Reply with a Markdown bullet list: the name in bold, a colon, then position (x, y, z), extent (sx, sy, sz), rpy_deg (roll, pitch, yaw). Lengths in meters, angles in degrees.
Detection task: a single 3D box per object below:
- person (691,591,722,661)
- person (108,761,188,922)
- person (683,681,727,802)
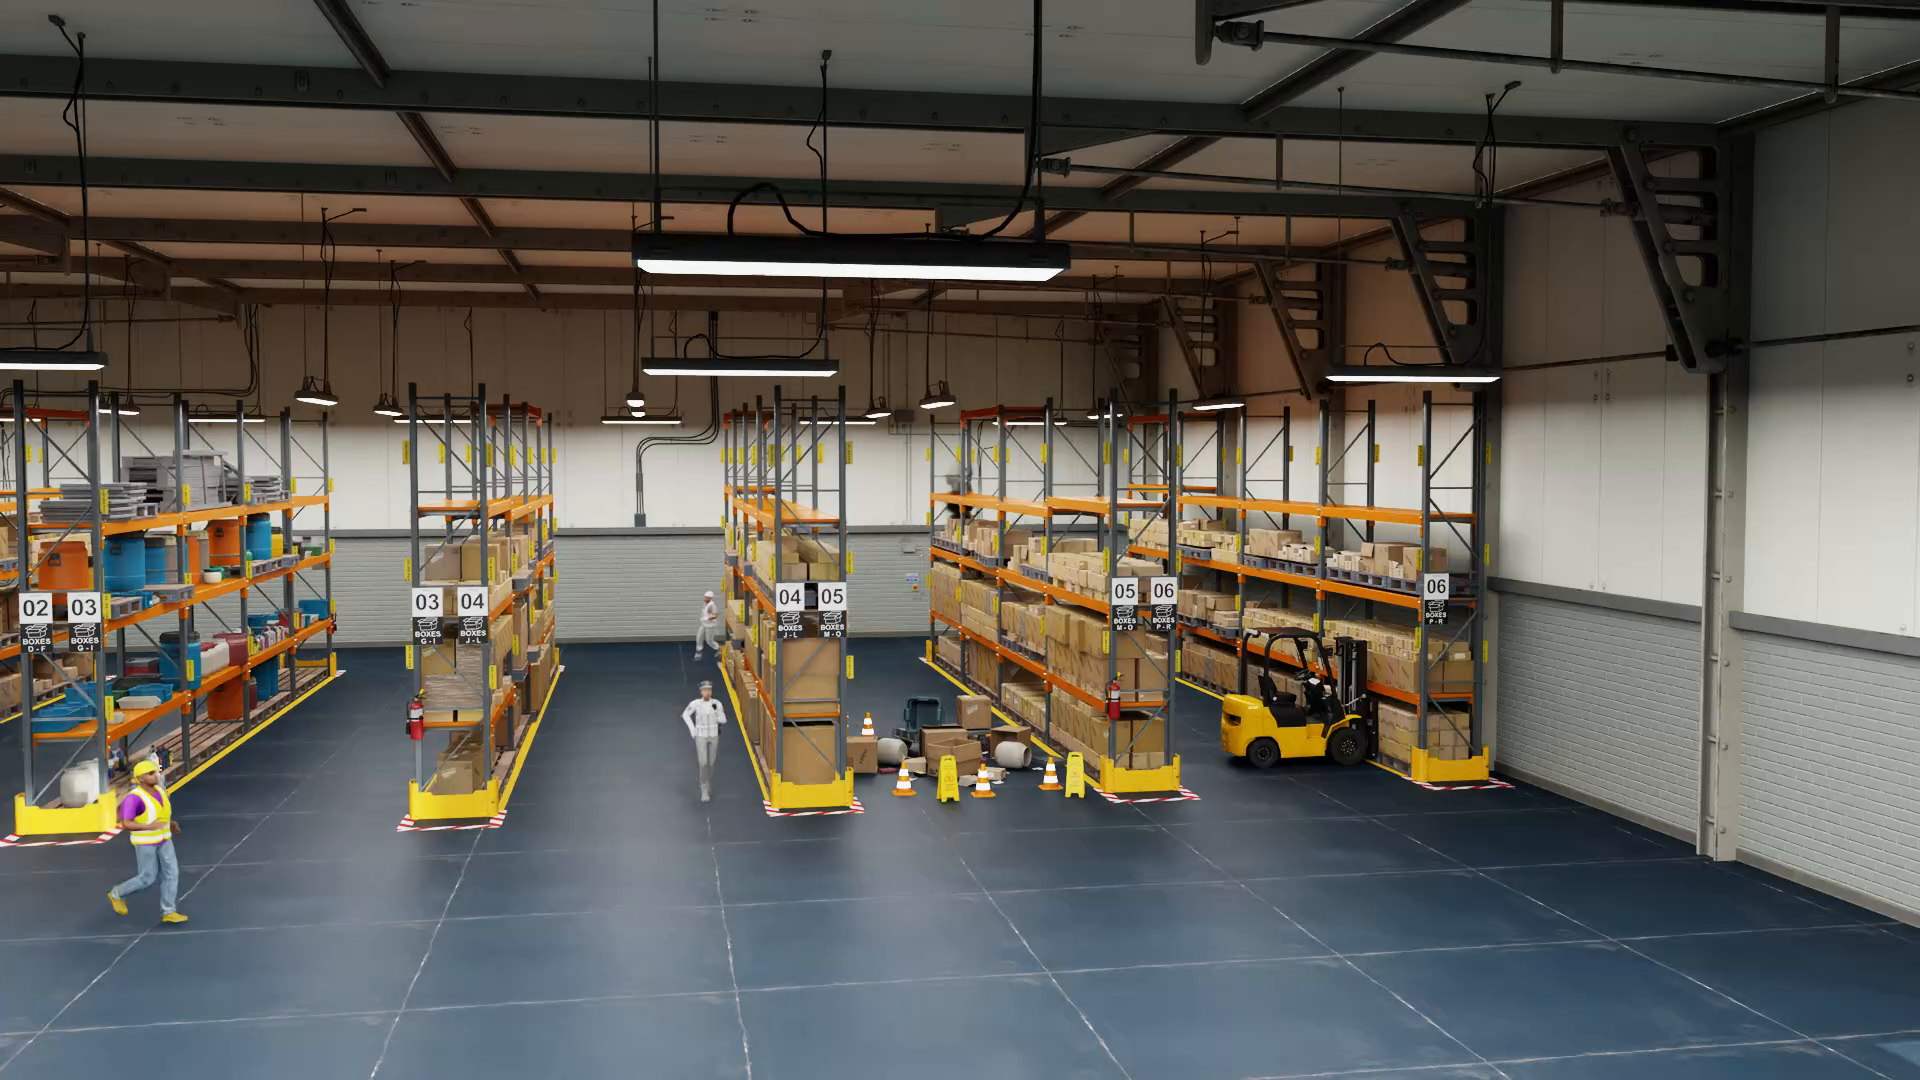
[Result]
- **person**: position (-6.053, 2.114, 40.453), extent (0.847, 1.778, 0.771), rpy_deg (-2, 3, -32)
- **person**: position (-8.677, 3.229, 17.799), extent (0.864, 1.741, 0.714), rpy_deg (1, 3, 12)
- **person**: position (-3.707, 2.908, 24.313), extent (0.594, 1.727, 0.700), rpy_deg (-1, 3, -23)
